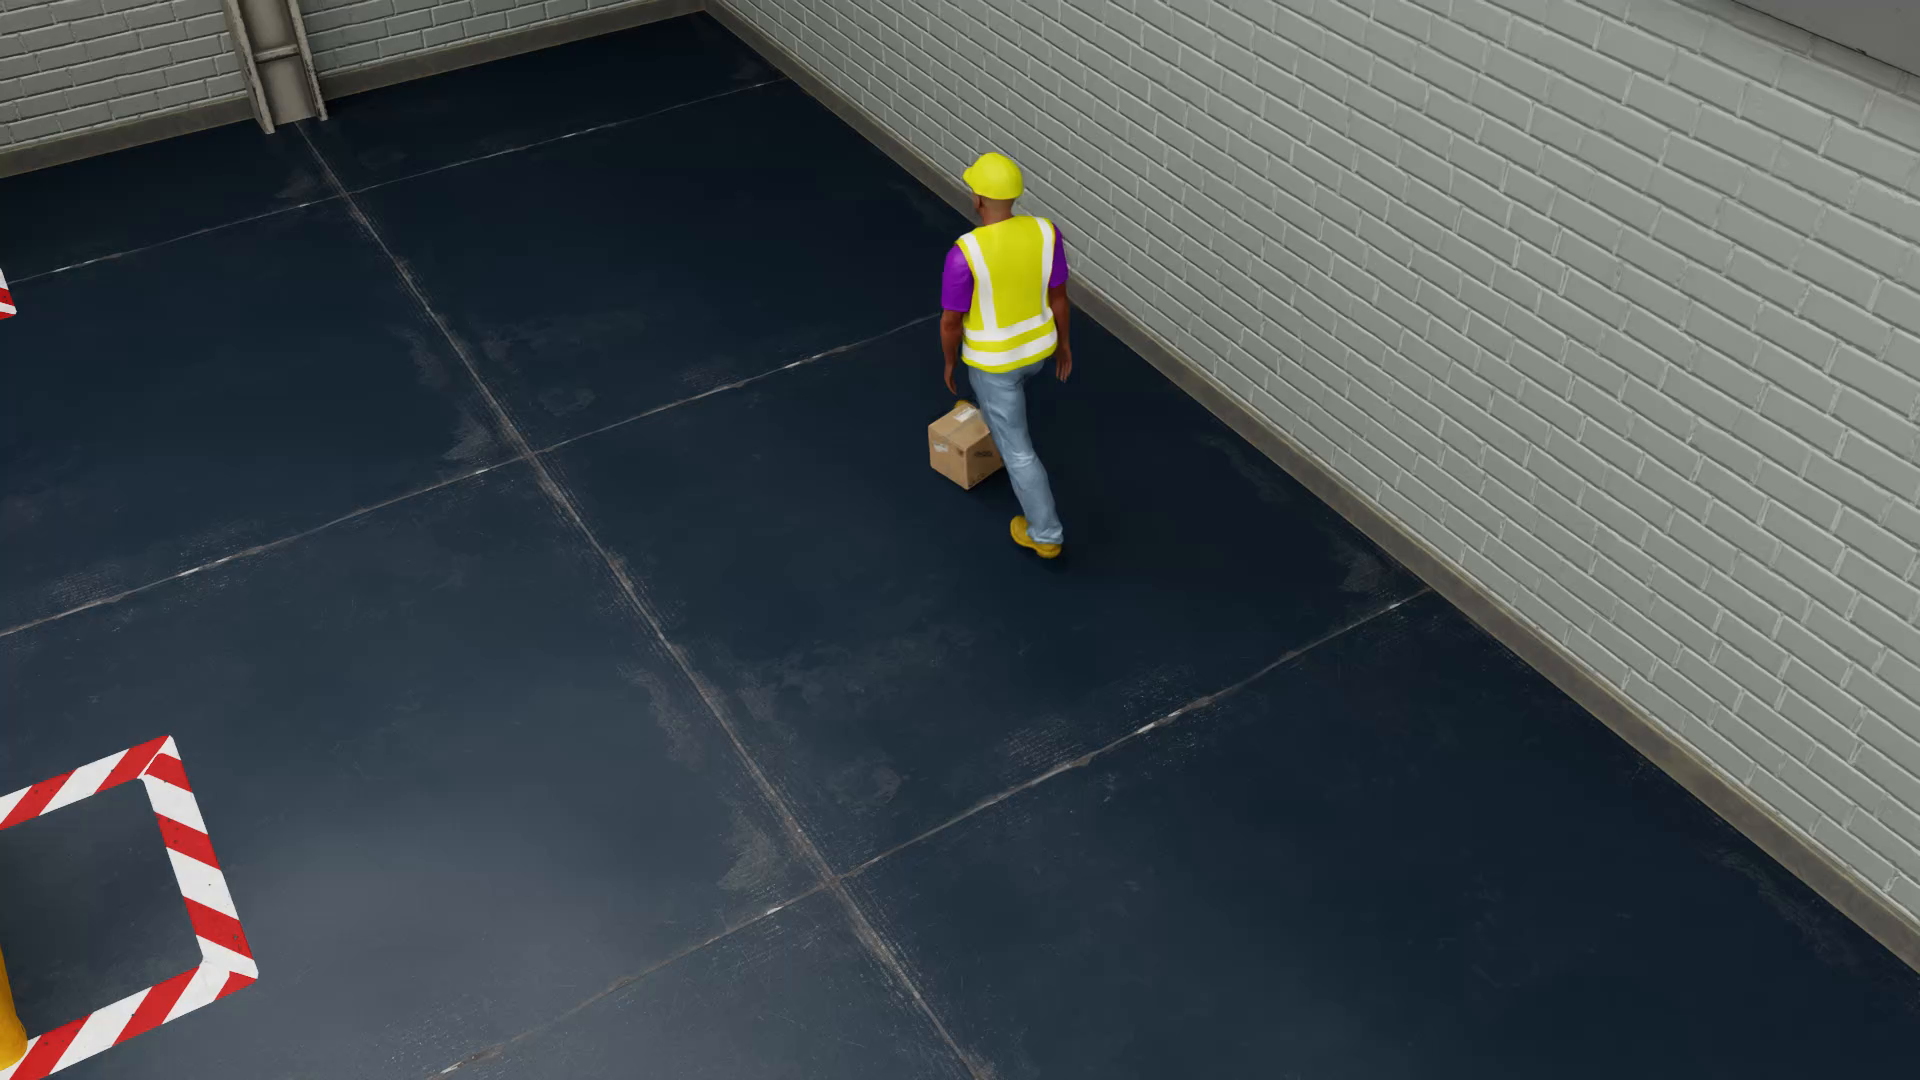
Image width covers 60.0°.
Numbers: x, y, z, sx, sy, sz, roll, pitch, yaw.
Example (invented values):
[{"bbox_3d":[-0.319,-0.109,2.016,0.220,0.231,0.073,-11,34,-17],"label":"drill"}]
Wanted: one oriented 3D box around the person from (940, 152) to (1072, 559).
[{"bbox_3d":[0.168,-0.841,7.159,0.570,1.697,1.134,-23,46,-25],"label":"person"}]
